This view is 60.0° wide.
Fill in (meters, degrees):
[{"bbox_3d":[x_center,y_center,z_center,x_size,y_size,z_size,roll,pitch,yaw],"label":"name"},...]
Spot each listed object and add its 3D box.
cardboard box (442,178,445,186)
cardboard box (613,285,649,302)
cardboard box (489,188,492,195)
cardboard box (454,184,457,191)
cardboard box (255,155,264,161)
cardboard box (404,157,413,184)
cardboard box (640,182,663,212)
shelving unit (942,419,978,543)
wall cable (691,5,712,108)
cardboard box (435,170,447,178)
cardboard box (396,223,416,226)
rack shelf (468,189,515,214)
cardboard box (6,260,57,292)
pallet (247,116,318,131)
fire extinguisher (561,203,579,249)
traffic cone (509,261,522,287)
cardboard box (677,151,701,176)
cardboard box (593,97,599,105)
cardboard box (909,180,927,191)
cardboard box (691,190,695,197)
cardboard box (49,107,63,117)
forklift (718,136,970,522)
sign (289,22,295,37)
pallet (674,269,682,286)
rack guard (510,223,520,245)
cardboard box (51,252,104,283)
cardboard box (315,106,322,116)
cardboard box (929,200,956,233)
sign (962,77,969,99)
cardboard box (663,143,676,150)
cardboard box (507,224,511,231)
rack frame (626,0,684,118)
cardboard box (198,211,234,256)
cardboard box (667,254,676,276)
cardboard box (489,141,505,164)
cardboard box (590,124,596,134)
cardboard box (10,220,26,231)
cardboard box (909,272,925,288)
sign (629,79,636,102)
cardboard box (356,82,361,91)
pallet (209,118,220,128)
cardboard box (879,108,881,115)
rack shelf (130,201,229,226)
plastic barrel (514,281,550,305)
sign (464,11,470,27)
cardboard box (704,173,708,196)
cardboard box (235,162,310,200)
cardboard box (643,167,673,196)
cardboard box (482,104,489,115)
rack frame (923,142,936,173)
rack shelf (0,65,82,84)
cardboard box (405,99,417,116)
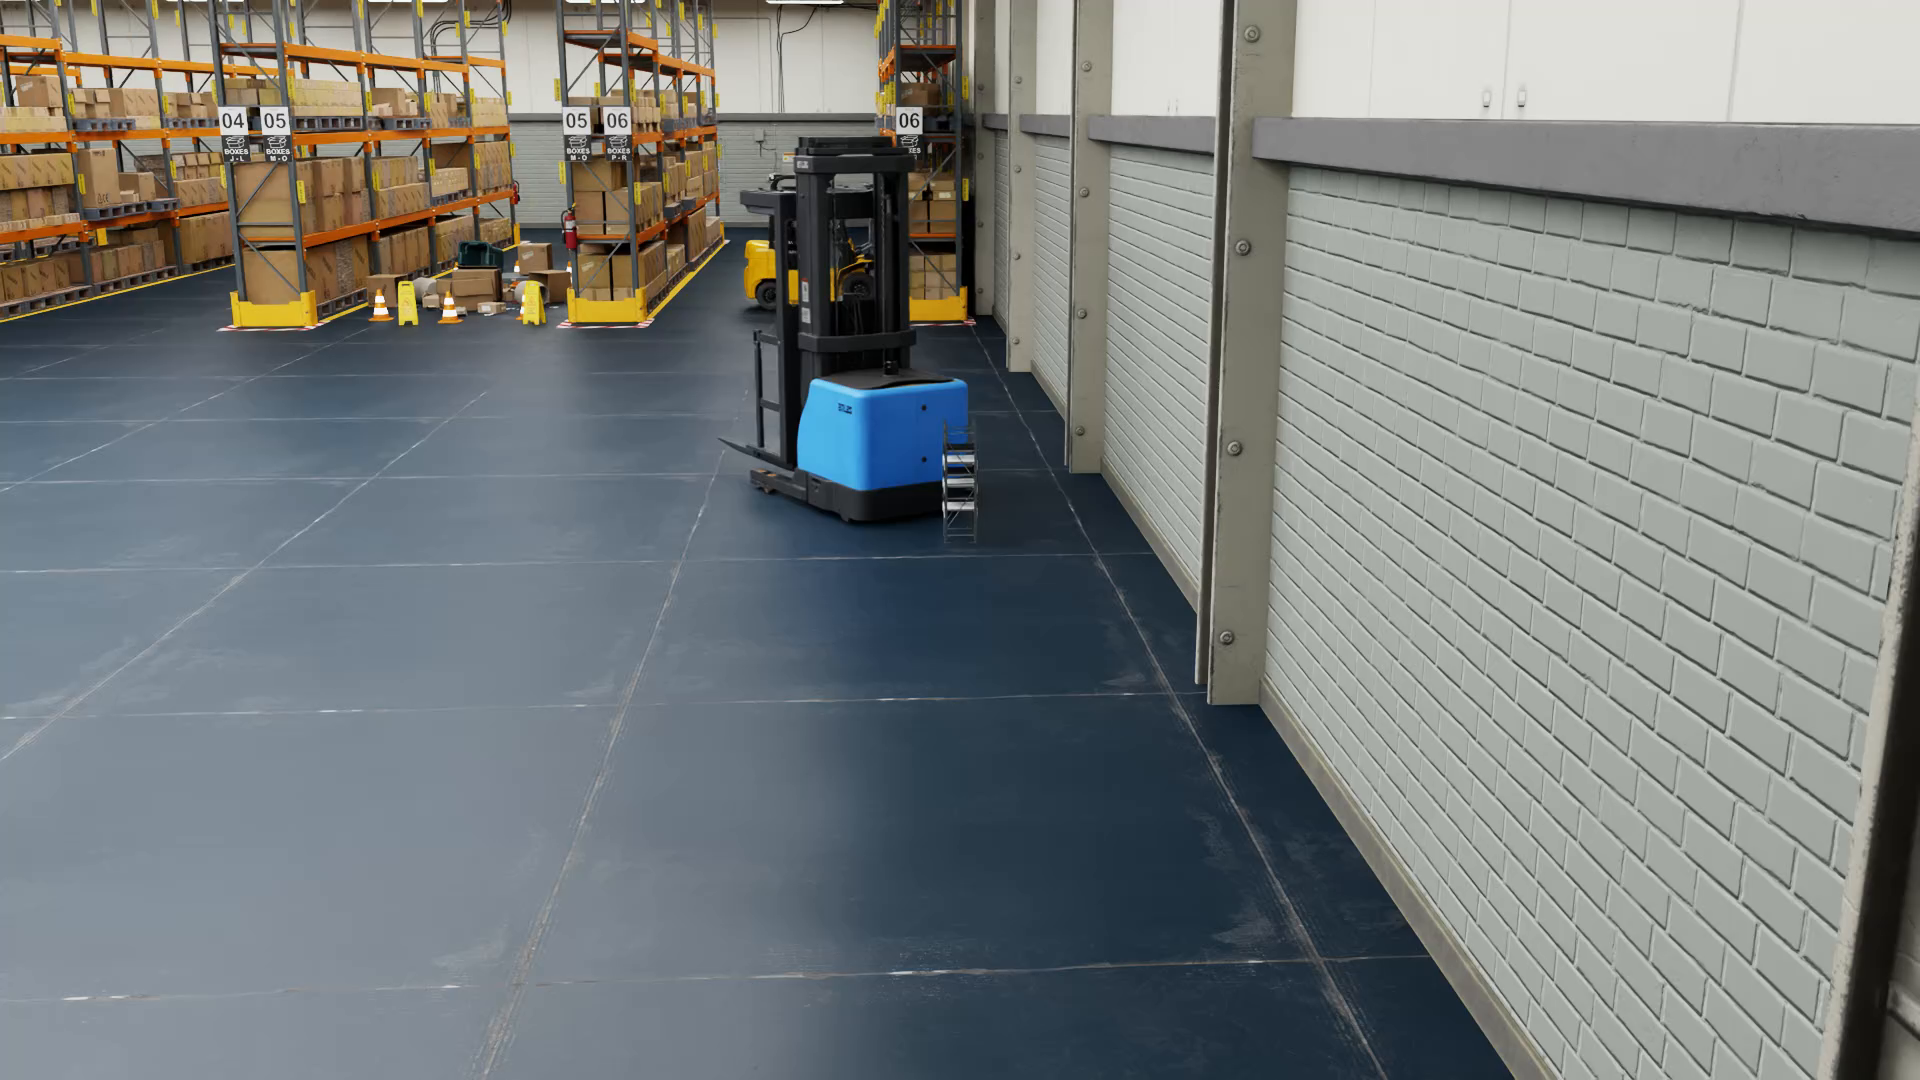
[{"bbox_3d":[-10.758,-7.315,34.003,0.380,0.149,0.250,-1,14,-3],"label":"cardboard box"},{"bbox_3d":[-5.203,-3.896,26.326,0.500,0.250,0.500,-1,14,-4],"label":"cardboard box"},{"bbox_3d":[-10.928,-7.983,38.038,0.380,0.149,0.250,0,14,-1],"label":"cardboard box"},{"bbox_3d":[-10.816,-7.431,35.048,0.380,0.149,0.250,-2,15,-6],"label":"cardboard box"},{"bbox_3d":[-15.861,-8.331,37.087,0.500,0.500,0.500,-1,14,-3],"label":"cardboard box"},{"bbox_3d":[-10.809,-7.003,31.517,0.700,0.500,0.500,-1,14,-4],"label":"cardboard box"},{"bbox_3d":[-5.401,-5.900,28.641,0.500,0.500,0.500,-1,14,-5],"label":"cardboard box"},{"bbox_3d":[-0.001,-0.438,12.422,0.258,0.900,0.210,-1,14,-3],"label":"shelving unit"},{"bbox_3d":[-7.054,-13.115,45.438,0.463,3.000,0.029,-1,14,-3],"label":"wall cable"},{"bbox_3d":[-10.777,-7.522,34.211,0.380,0.149,0.250,0,14,-2],"label":"cardboard box"},{"bbox_3d":[-11.163,-6.230,33.388,0.500,0.250,0.500,-1,14,-5],"label":"cardboard box"},{"bbox_3d":[-11.231,-7.852,38.466,1.077,0.370,4.000,-1,14,-3],"label":"rack shelf"},{"bbox_3d":[-15.540,-4.412,27.828,0.500,0.500,0.500,4,15,14],"label":"cardboard box"},{"bbox_3d":[-10.420,-6.312,25.198,1.003,0.211,1.213,-1,14,-3],"label":"pallet"},{"bbox_3d":[-5.882,-4.747,25.110,0.296,0.674,0.183,-1,14,-3],"label":"fire extinguisher"},{"bbox_3d":[-8.167,-4.929,30.756,0.336,0.463,0.334,-1,14,-3],"label":"traffic cone"},{"bbox_3d":[-5.855,-8.101,35.785,0.500,0.500,0.500,-1,14,-2],"label":"cardboard box"},{"bbox_3d":[-5.722,-6.681,25.358,0.380,0.149,0.250,-1,14,-2],"label":"cardboard box"},{"bbox_3d":[-0.708,-5.490,25.744,0.380,0.149,0.250,-1,14,-3],"label":"cardboard box"},{"bbox_3d":[-5.780,-7.120,34.481,0.500,0.250,0.500,0,14,-2],"label":"cardboard box"},{"bbox_3d":[-15.260,-7.158,27.809,0.380,0.149,0.250,0,14,-2],"label":"cardboard box"},{"bbox_3d":[-1.136,-1.873,13.926,1.130,2.935,3.031,-9,17,-31],"label":"forklift"},{"bbox_3d":[-15.769,-12.047,39.255,0.100,0.325,0.005,-1,14,-3],"label":"sign"},{"bbox_3d":[-5.805,-4.962,31.387,1.003,0.211,1.213,-1,14,-3],"label":"pallet"},{"bbox_3d":[-11.350,-7.468,40.548,1.175,0.500,0.348,-1,14,-3],"label":"rack guard"},{"bbox_3d":[-15.585,-4.817,29.362,0.700,0.500,0.500,-2,15,-8],"label":"cardboard box"},{"bbox_3d":[-10.128,-6.642,25.764,0.380,0.149,0.250,-1,14,-3],"label":"cardboard box"},{"bbox_3d":[-0.229,-5.073,26.024,0.500,0.500,0.500,0,14,-2],"label":"cardboard box"},{"bbox_3d":[0.079,-6.819,25.075,0.100,0.325,0.005,-1,14,-3],"label":"sign"},{"bbox_3d":[-6.509,-8.723,36.899,0.380,0.149,0.250,-1,14,-5],"label":"cardboard box"},{"bbox_3d":[-11.037,-7.537,40.083,0.380,0.149,0.250,-1,14,-5],"label":"cardboard box"},{"bbox_3d":[-5.925,-9.715,32.224,1.000,3.000,0.127,-1,14,-3],"label":"rack frame"},{"bbox_3d":[-15.948,-6.444,34.975,1.225,0.875,0.875,-1,14,-5],"label":"cardboard box"},{"bbox_3d":[-5.760,-5.054,30.582,0.950,0.372,0.625,0,14,0],"label":"cardboard box"},{"bbox_3d":[-11.047,-9.138,39.219,0.500,0.500,0.500,-1,14,-5],"label":"cardboard box"},{"bbox_3d":[-5.731,-6.235,25.225,0.380,0.149,0.250,-1,14,-3],"label":"cardboard box"},{"bbox_3d":[-15.096,-4.994,26.421,0.380,0.149,0.250,-1,14,-3],"label":"cardboard box"},{"bbox_3d":[-0.818,-4.127,26.220,0.500,0.250,0.500,-1,14,-4],"label":"cardboard box"},{"bbox_3d":[-4.888,-6.704,24.789,0.100,0.325,0.005,-1,14,-3],"label":"sign"},{"bbox_3d":[-10.270,-7.596,27.870,0.380,0.149,0.250,-1,14,-4],"label":"cardboard box"},{"bbox_3d":[-15.958,-8.784,35.010,0.805,0.209,1.217,-1,15,-6],"label":"pallet"},{"bbox_3d":[-1.525,-9.067,35.187,0.380,0.149,0.250,-1,14,-2],"label":"cardboard box"},{"bbox_3d":[-15.940,-6.805,34.400,1.077,0.370,4.000,-1,14,-3],"label":"rack shelf"},{"bbox_3d":[-7.068,-4.062,27.466,0.512,0.421,0.421,10,18,35],"label":"plastic barrel"},{"bbox_3d":[-10.553,-11.147,35.599,0.100,0.325,0.005,-1,14,-3],"label":"sign"},{"bbox_3d":[-5.940,-7.973,37.295,0.500,0.500,0.500,0,14,-2],"label":"cardboard box"},{"bbox_3d":[-10.348,-5.407,25.052,0.875,0.550,0.550,-1,14,-3],"label":"cardboard box"},{"bbox_3d":[-5.452,-6.456,29.958,0.500,0.500,0.500,-1,14,-3],"label":"cardboard box"},{"bbox_3d":[-10.941,-9.697,37.475,0.500,0.250,0.500,-1,14,-2],"label":"cardboard box"},{"bbox_3d":[-0.971,-6.887,33.273,1.000,3.000,0.127,-1,14,-3],"label":"rack frame"},{"bbox_3d":[-21.131,-10.435,37.272,1.077,0.370,4.000,-1,14,-3],"label":"rack shelf"},{"bbox_3d":[-10.495,-8.114,31.157,0.500,0.311,0.500,-1,14,-3],"label":"cardboard box"}]
